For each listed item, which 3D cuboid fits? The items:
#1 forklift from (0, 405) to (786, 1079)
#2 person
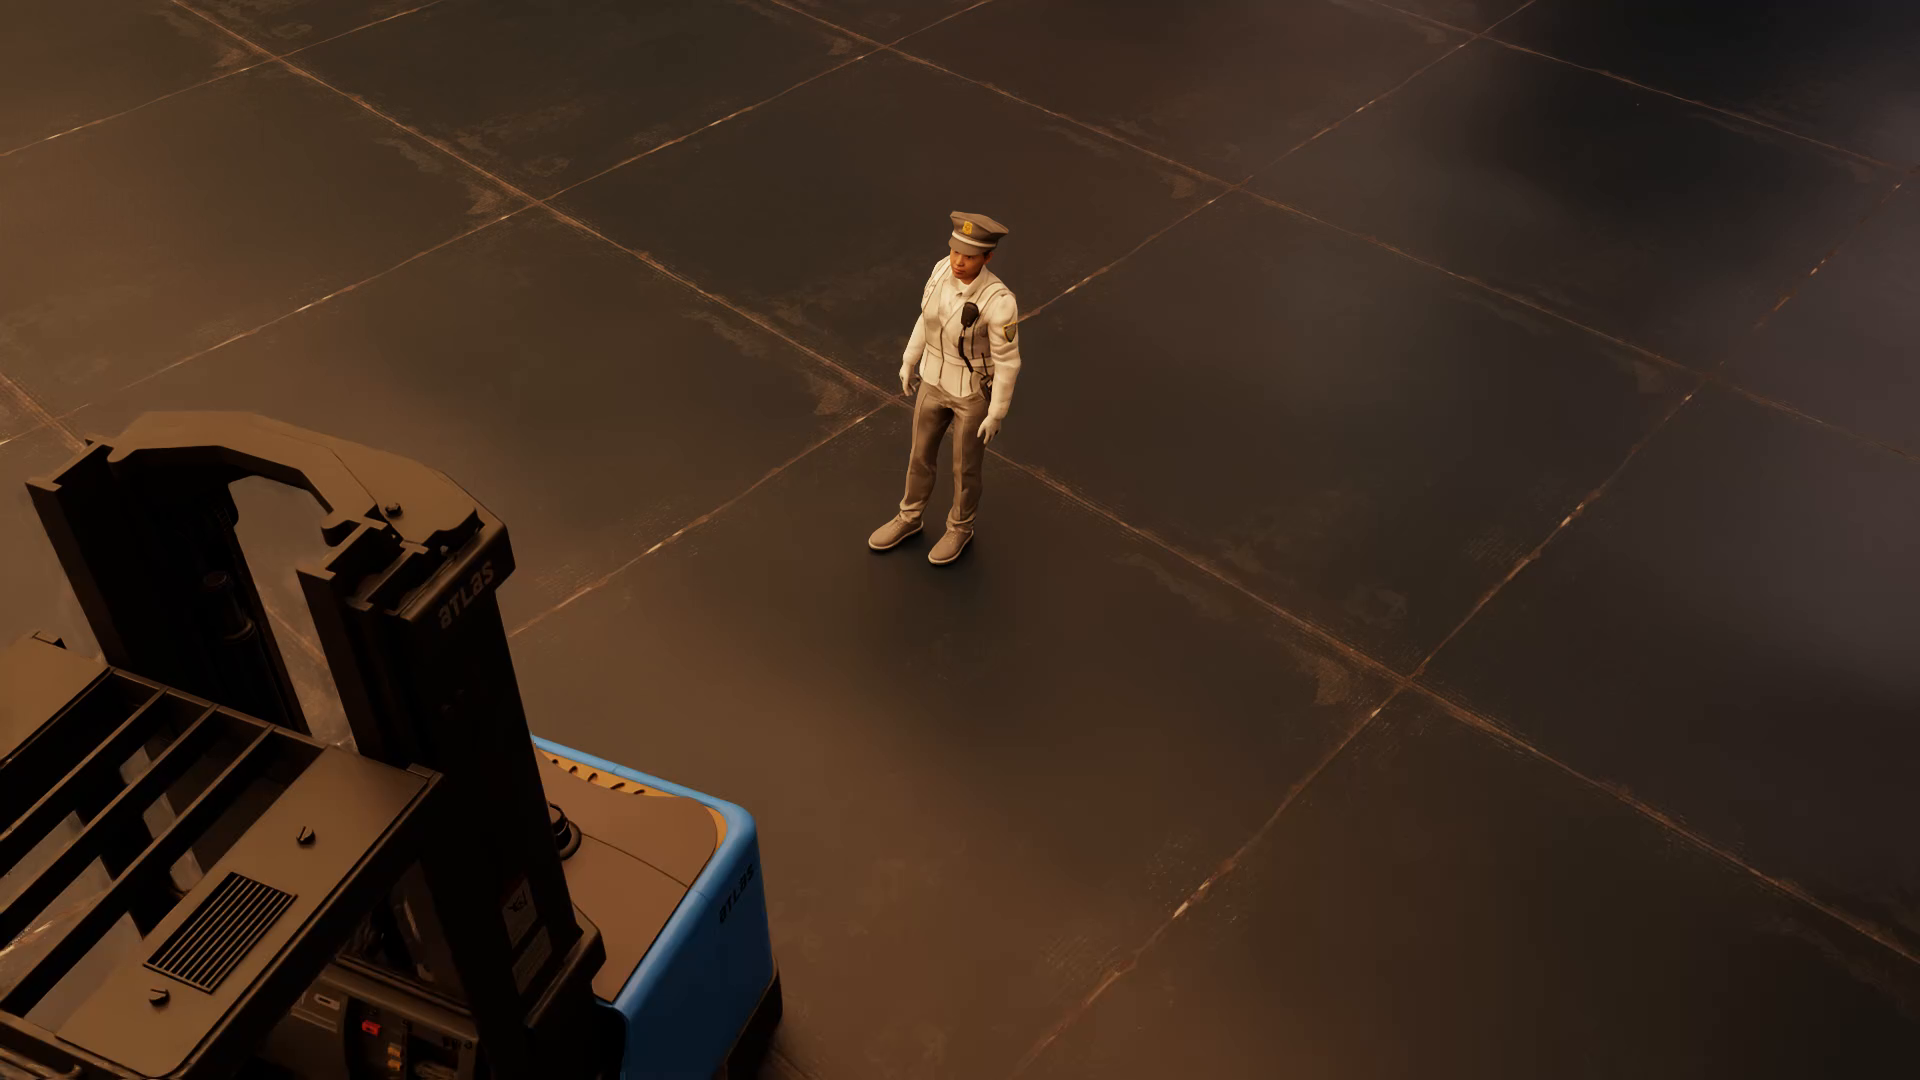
[{"bbox_3d":[-1.636,1.277,3.940,1.130,2.935,3.031,15,43,17],"label":"forklift"},{"bbox_3d":[-0.051,-0.619,7.088,0.588,1.695,0.531,31,49,31],"label":"person"}]
